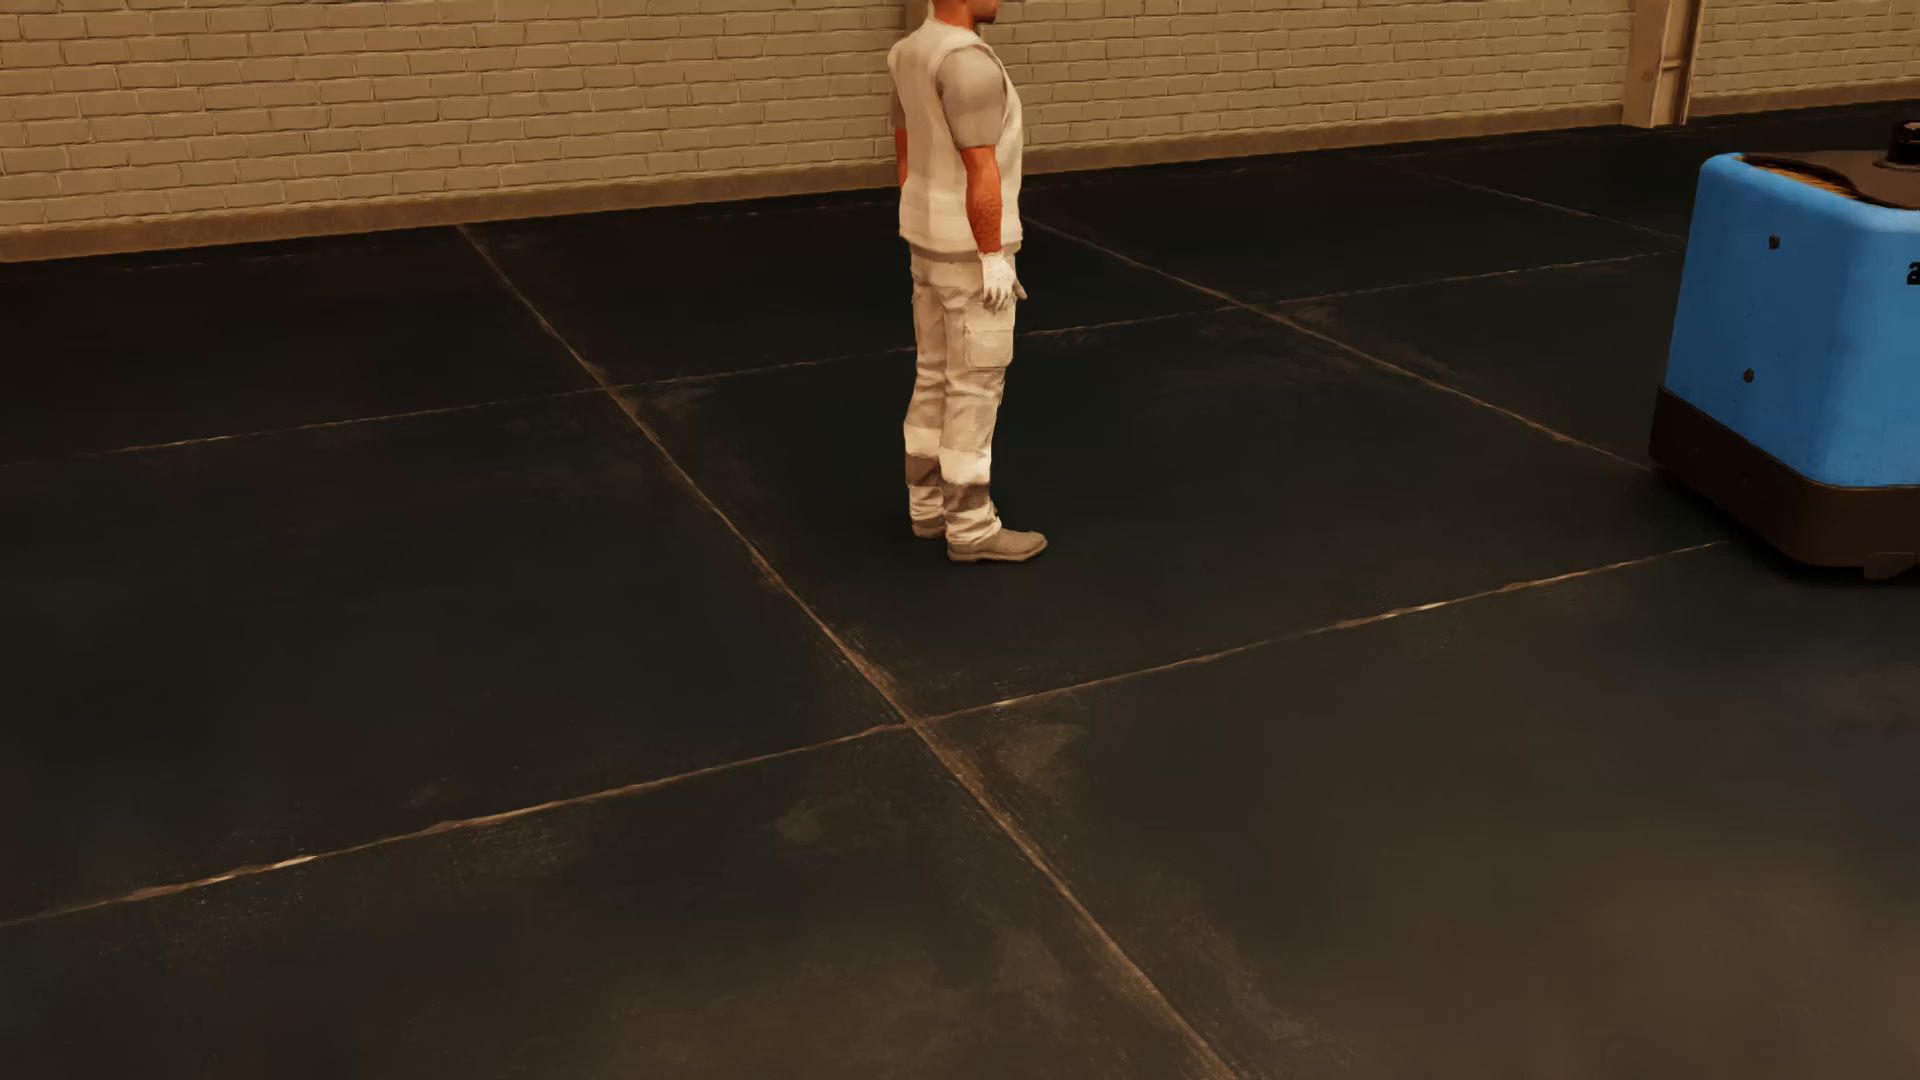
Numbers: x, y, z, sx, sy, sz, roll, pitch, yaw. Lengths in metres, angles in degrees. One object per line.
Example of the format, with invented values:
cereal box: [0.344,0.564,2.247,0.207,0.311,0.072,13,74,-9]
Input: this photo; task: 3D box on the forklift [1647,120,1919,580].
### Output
forklift: [3.864,-1.452,4.781,3.031,2.935,1.130,-2,23,-4]

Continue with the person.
person: [0.018,-0.831,4.772,0.349,1.795,0.540,-10,25,-23]
